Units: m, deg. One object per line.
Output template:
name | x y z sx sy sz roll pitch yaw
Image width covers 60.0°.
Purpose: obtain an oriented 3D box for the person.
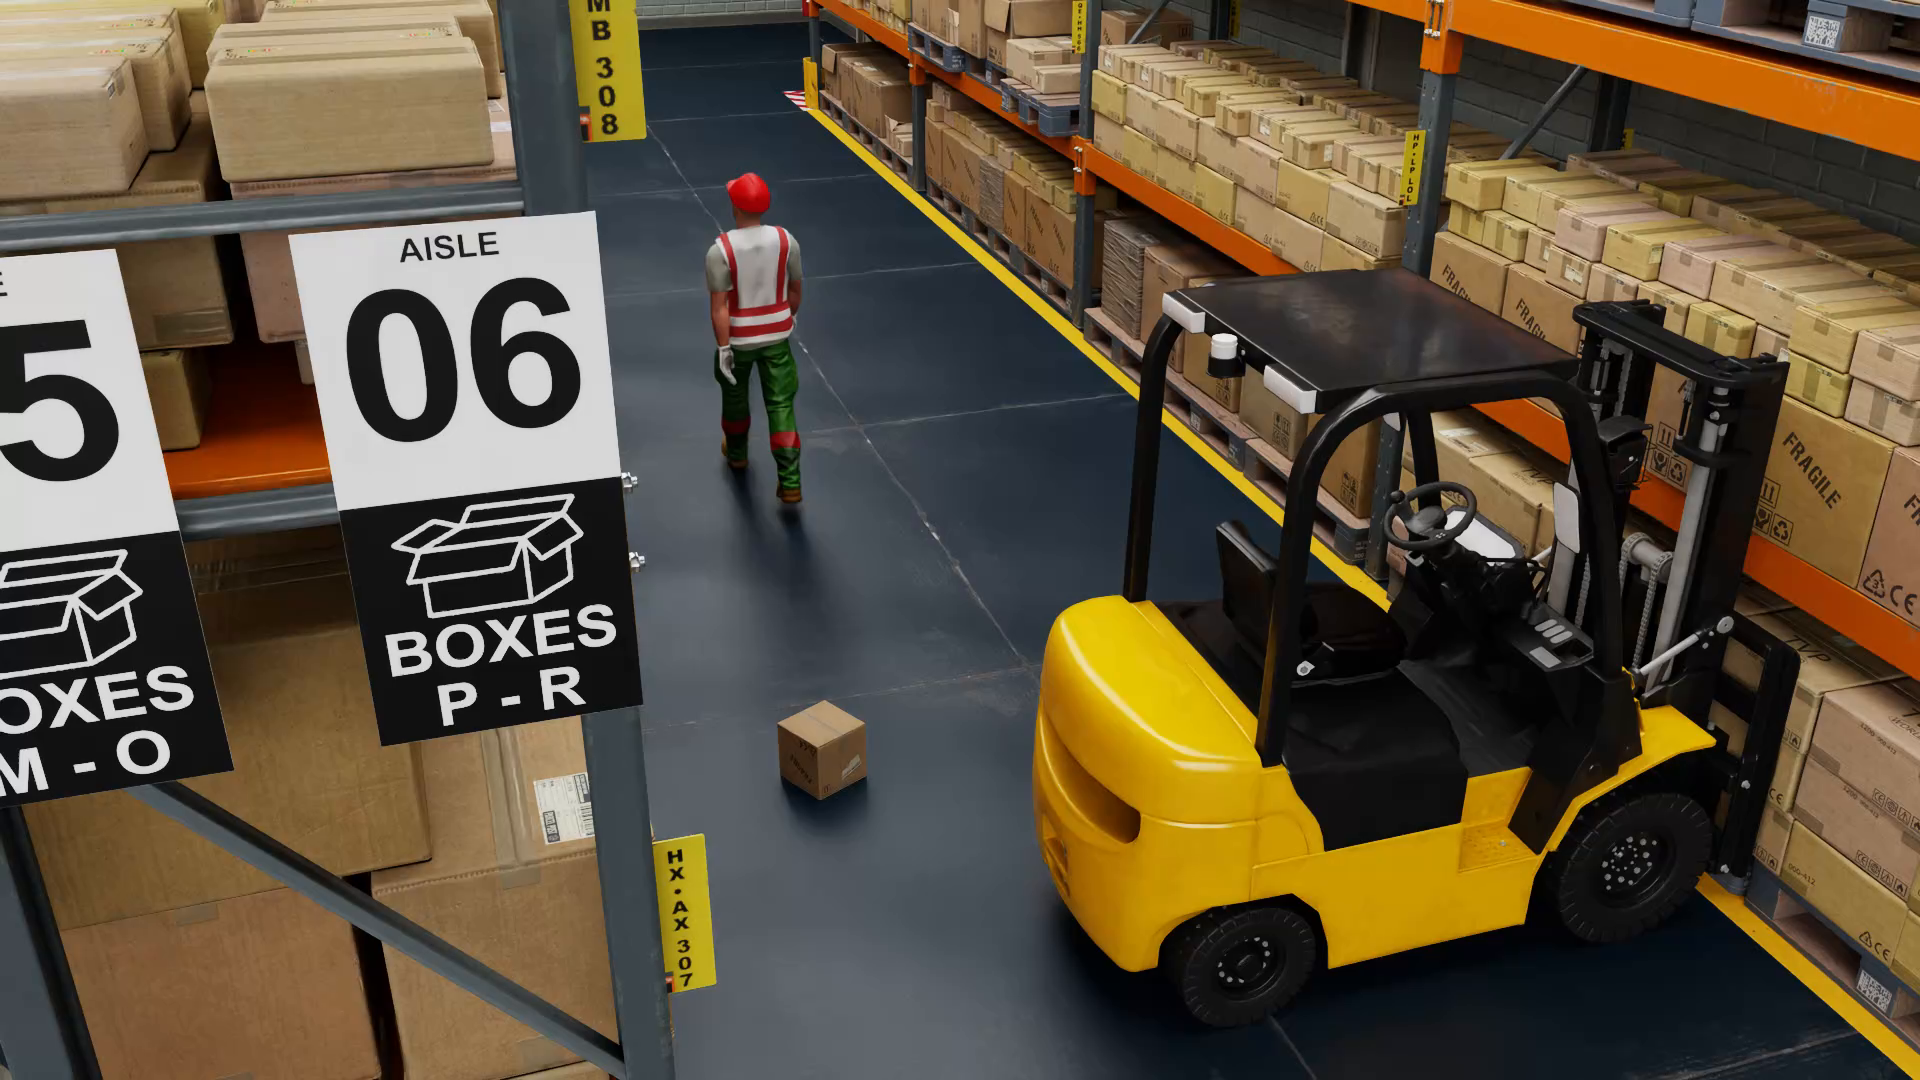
person | -1.088 -1.104 8.845 0.527 1.742 1.040 -8 27 -15
